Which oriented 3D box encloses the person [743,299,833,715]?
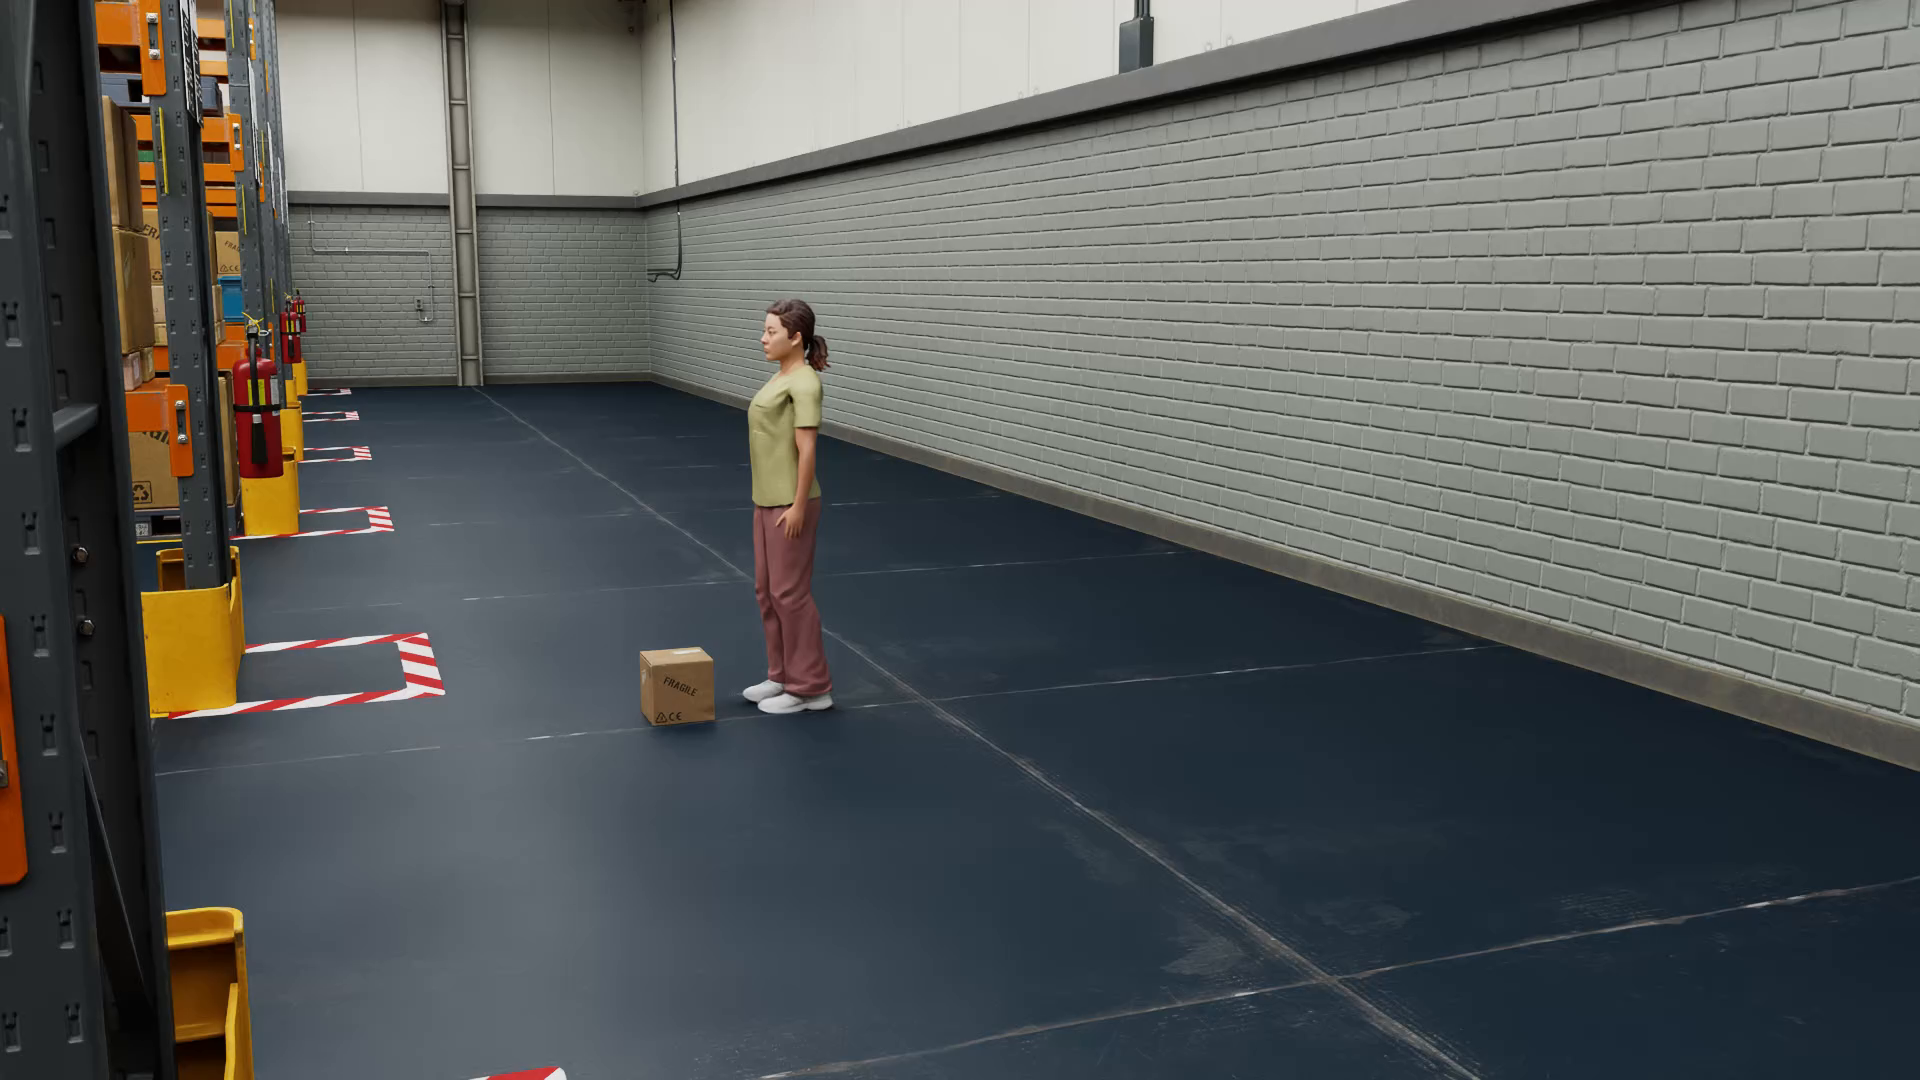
[{"bbox_3d":[-0.693,-0.135,6.763,0.365,1.671,0.439,-3,10,-20],"label":"person"}]
